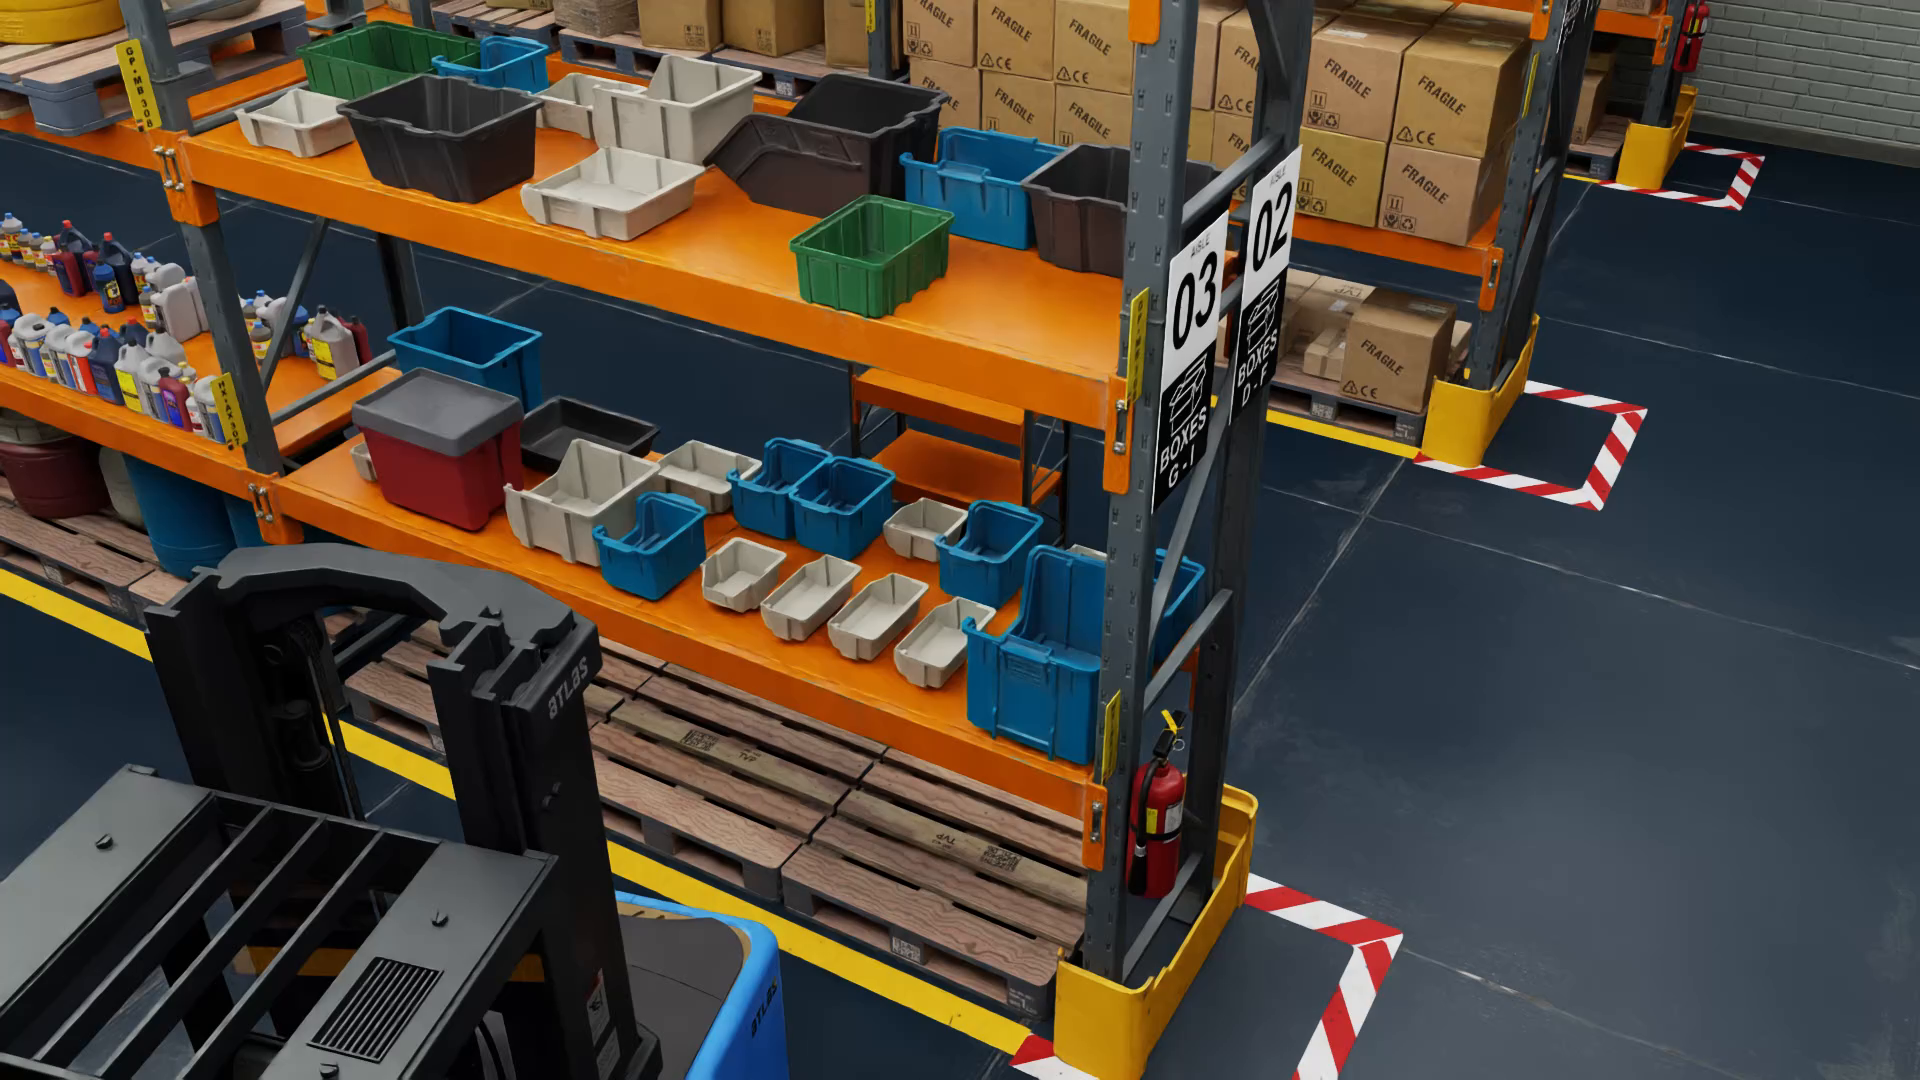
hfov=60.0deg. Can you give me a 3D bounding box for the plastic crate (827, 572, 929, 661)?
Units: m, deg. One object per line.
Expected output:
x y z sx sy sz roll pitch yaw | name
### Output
-0.308 0.284 6.072 0.243 0.136 0.396 18 37 24 | plastic crate

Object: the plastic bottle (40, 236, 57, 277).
-4.766 -1.497 8.742 0.097 0.201 0.097 0 34 0 | plastic bottle

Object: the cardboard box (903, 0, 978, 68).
-0.008 -3.252 10.207 0.500 0.500 0.500 19 38 26 | cardboard box

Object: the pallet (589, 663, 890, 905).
-1.018 1.002 7.325 1.213 0.211 1.003 18 37 24 | pallet

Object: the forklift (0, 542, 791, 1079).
-1.454 1.604 3.968 1.130 2.935 3.031 9 35 13 | forklift

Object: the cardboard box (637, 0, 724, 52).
-1.842 -3.732 11.450 0.500 0.500 0.700 8 35 12 | cardboard box

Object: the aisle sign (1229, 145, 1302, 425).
0.944 -0.782 5.144 0.004 0.787 0.394 18 37 24 | aisle sign

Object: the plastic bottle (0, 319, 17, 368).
-4.538 -0.963 7.866 0.133 0.283 0.061 18 37 24 | plastic bottle

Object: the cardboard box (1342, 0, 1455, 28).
2.483 -2.806 9.537 0.500 0.500 0.500 18 38 25 | cardboard box

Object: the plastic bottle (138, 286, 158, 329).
-4.003 -1.158 8.233 0.097 0.201 0.097 0 34 0 | plastic bottle

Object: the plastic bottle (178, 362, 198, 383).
-3.513 -0.713 7.564 0.097 0.201 0.097 0 34 0 | plastic bottle

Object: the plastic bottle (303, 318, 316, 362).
-3.071 -0.960 7.936 0.097 0.201 0.097 0 34 0 | plastic bottle

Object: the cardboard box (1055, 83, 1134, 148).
0.909 -2.552 10.057 0.500 0.500 0.500 17 37 24 | cardboard box

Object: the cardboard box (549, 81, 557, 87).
-2.771 -3.457 12.687 0.500 0.250 0.500 19 38 26 | cardboard box

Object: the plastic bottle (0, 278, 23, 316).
-4.697 -1.165 8.109 0.185 0.351 0.144 18 37 24 | plastic bottle

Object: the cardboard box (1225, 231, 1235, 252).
1.356 -1.689 10.707 0.637 0.503 0.797 18 37 24 | cardboard box

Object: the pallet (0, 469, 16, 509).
-5.507 -0.420 9.461 1.213 0.211 1.003 18 37 24 | pallet

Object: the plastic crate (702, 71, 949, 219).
-0.456 -1.352 5.695 0.767 0.338 0.504 18 37 24 | plastic crate

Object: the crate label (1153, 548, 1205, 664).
0.683 0.241 6.049 0.303 0.233 0.416 18 37 24 | crate label

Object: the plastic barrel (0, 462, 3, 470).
-5.244 -0.678 9.198 0.421 0.512 0.421 0 34 0 | plastic barrel

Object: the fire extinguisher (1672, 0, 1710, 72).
5.552 -3.893 12.568 0.183 0.674 0.296 18 37 24 | fire extinguisher

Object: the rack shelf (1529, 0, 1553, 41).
1.459 -3.459 9.451 4.000 0.370 1.077 18 37 24 | rack shelf

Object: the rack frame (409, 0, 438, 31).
-3.751 -4.160 12.561 0.127 3.000 1.000 18 37 24 | rack frame

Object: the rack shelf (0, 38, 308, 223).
-4.475 -2.176 7.525 4.000 0.370 1.077 18 37 24 | rack shelf

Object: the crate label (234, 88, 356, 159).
-2.457 -1.542 6.162 0.466 0.136 0.293 18 37 24 | crate label

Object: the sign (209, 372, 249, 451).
-3.013 -0.528 6.858 0.005 0.325 0.100 18 37 24 | sign

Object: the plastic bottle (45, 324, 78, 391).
-4.113 -0.854 7.710 0.135 0.276 0.152 18 37 24 | plastic bottle

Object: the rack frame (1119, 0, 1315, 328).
0.734 -2.074 4.017 0.127 3.000 1.000 18 37 24 | rack frame

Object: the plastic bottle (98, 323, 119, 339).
-3.951 -0.881 7.753 0.097 0.271 0.097 0 34 0 | plastic bottle

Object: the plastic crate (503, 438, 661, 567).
-1.505 -0.144 6.584 0.530 0.282 0.437 18 37 24 | plastic crate

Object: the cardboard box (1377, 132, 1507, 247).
2.671 -1.993 9.218 0.500 0.500 0.500 19 38 26 | cardboard box

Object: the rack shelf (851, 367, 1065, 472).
0.006 -0.710 8.544 1.000 0.278 0.538 18 37 24 | rack shelf

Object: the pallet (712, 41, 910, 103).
-0.917 -3.252 11.371 1.213 0.211 1.003 18 37 24 | pallet

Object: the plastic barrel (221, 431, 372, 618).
-3.203 -0.136 8.033 0.708 0.901 0.600 18 37 24 | plastic barrel

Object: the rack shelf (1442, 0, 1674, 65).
3.913 -4.595 13.864 4.000 0.370 1.077 18 37 24 | rack shelf

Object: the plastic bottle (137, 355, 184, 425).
-3.559 -0.679 7.446 0.135 0.276 0.152 18 37 24 | plastic bottle

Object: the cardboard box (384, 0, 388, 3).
-4.431 -4.462 13.095 0.500 0.311 0.500 17 37 24 | cardboard box

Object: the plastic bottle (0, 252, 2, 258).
-5.188 -1.660 8.924 0.097 0.271 0.097 0 34 0 | plastic bottle

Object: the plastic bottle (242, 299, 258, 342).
-3.441 -1.077 8.112 0.097 0.201 0.097 0 34 0 | plastic bottle

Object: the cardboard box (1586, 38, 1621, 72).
5.200 -3.955 13.545 0.250 0.149 0.380 18 38 25 | cardboard box

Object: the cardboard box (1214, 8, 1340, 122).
1.781 -2.686 9.356 0.500 0.500 0.500 19 38 26 | cardboard box

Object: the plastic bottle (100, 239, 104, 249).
-4.380 -1.421 8.553 0.133 0.283 0.061 18 37 24 | plastic bottle

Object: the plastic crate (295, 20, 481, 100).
-2.221 -1.866 6.602 0.662 0.188 0.450 18 37 24 | plastic crate

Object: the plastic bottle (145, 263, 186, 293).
-3.957 -1.254 8.310 0.135 0.276 0.152 18 37 24 | plastic bottle

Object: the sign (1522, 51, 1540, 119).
2.902 -2.311 8.456 0.005 0.325 0.100 18 37 24 | sign

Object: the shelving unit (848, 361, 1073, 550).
0.006 -0.466 8.706 1.048 1.125 0.538 18 37 24 | shelving unit

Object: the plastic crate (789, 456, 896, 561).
-0.460 -0.121 6.593 0.300 0.233 0.416 18 37 24 | plastic crate
